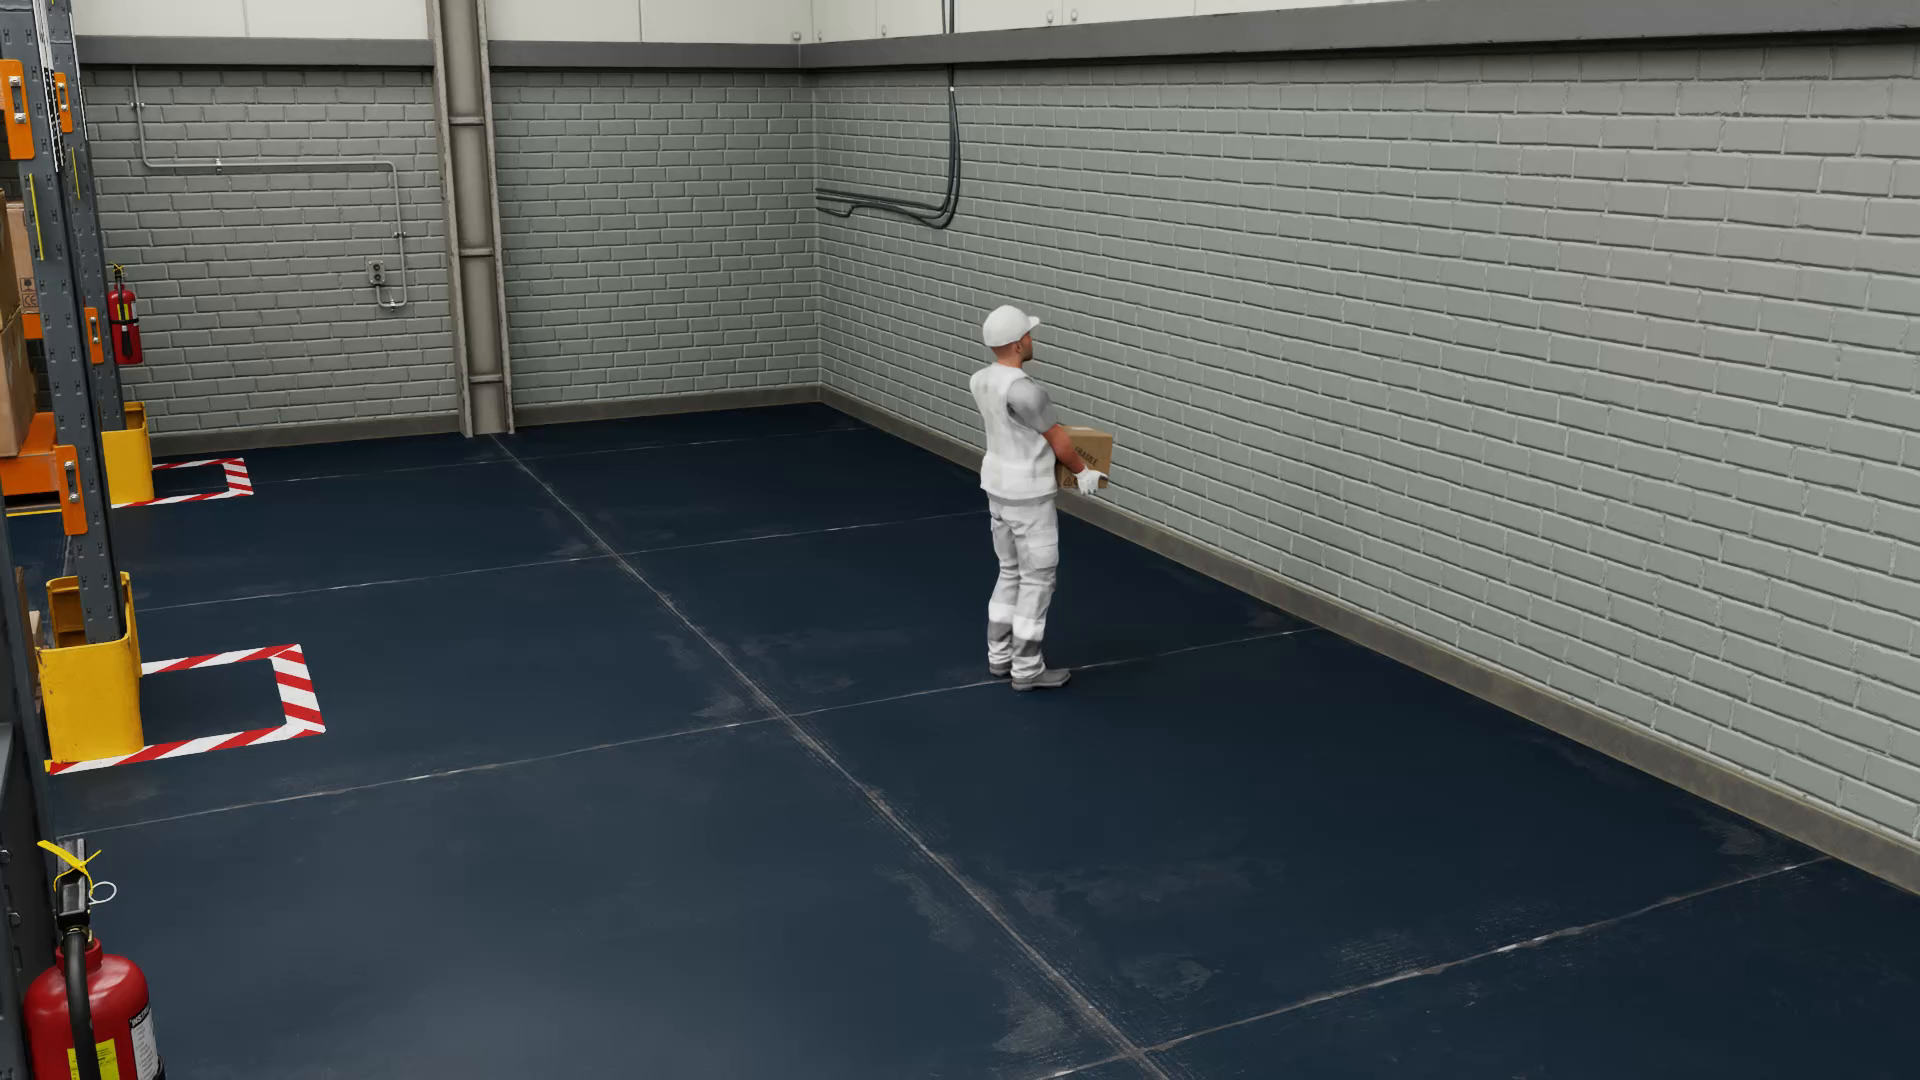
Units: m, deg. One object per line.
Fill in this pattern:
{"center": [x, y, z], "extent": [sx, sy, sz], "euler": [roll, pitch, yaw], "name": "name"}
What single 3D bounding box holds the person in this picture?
{"center": [0.370, -0.211, 7.770], "extent": [0.573, 1.782, 0.493], "euler": [-7, 17, -24], "name": "person"}
